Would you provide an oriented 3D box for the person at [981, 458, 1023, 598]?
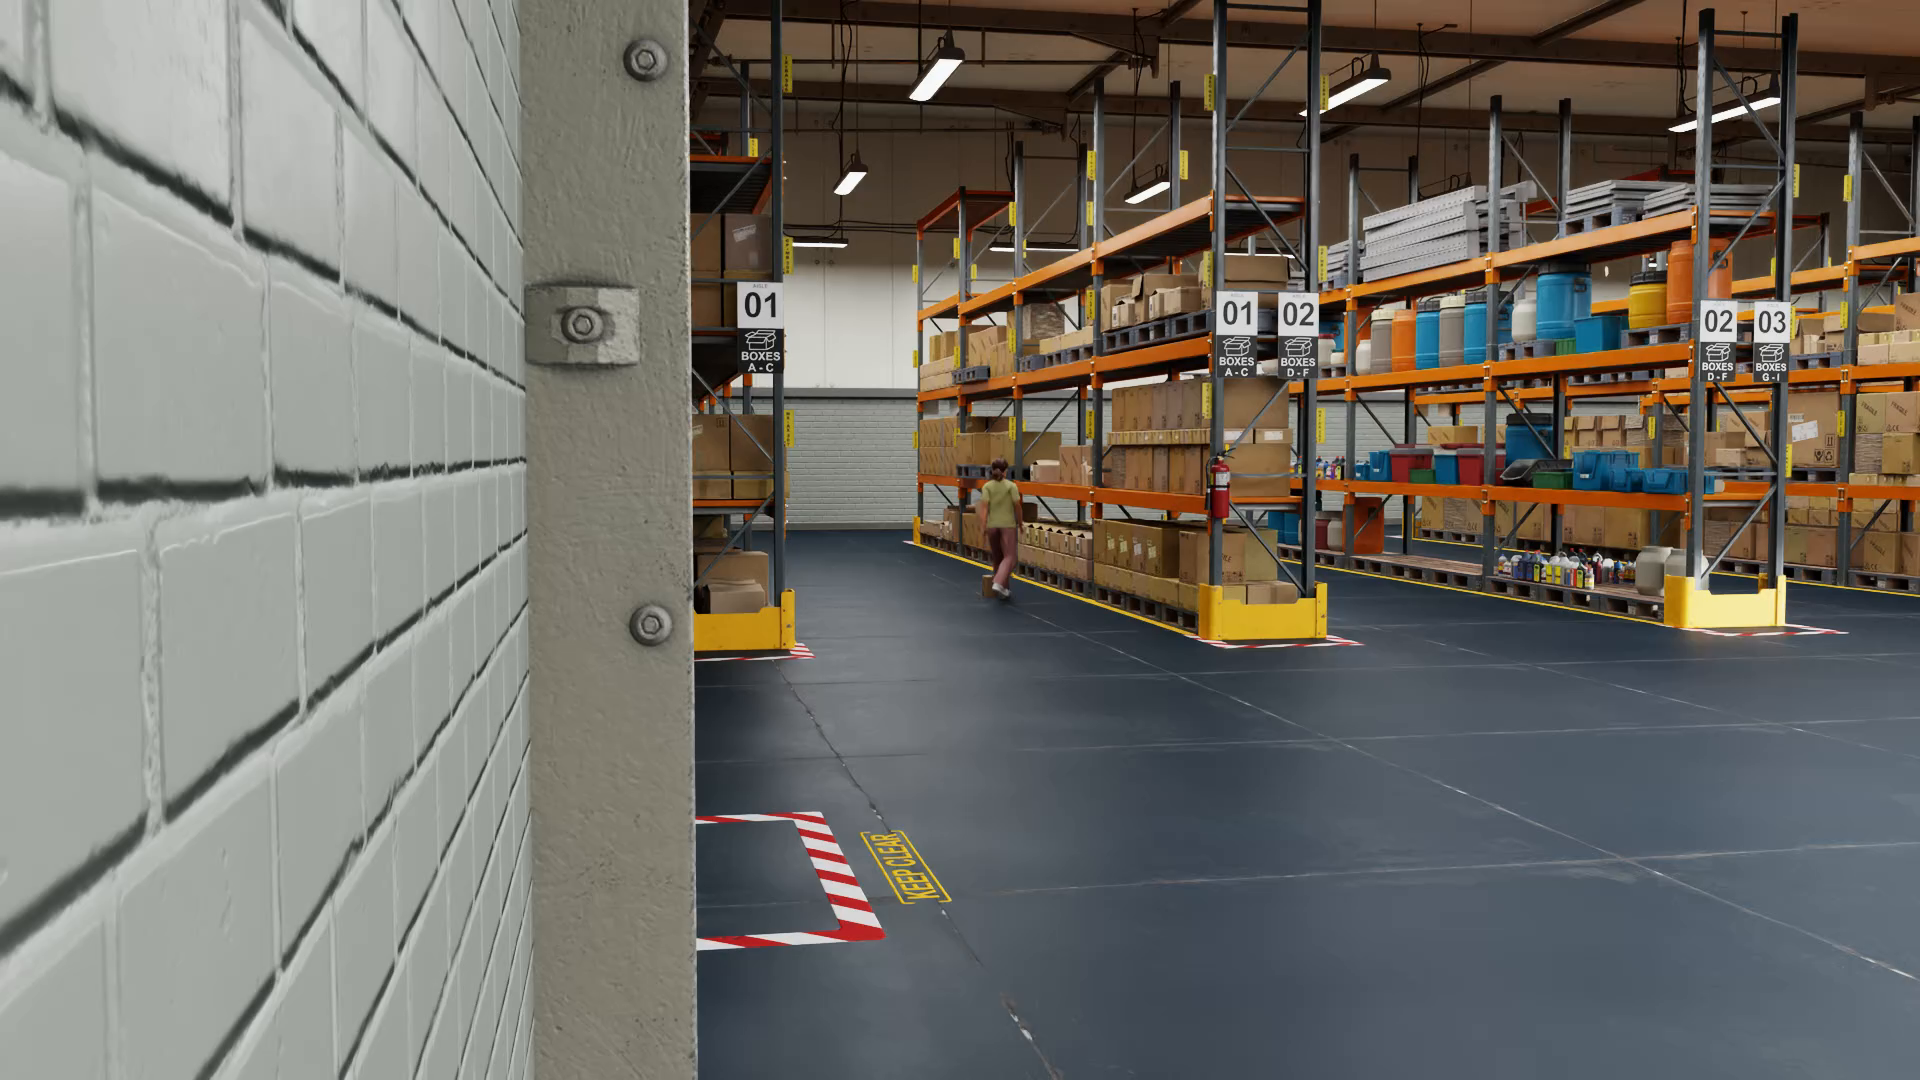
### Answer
[{"bbox_3d":[0.481,-0.128,19.156,0.451,1.642,0.962,1,3,19],"label":"person"}]
